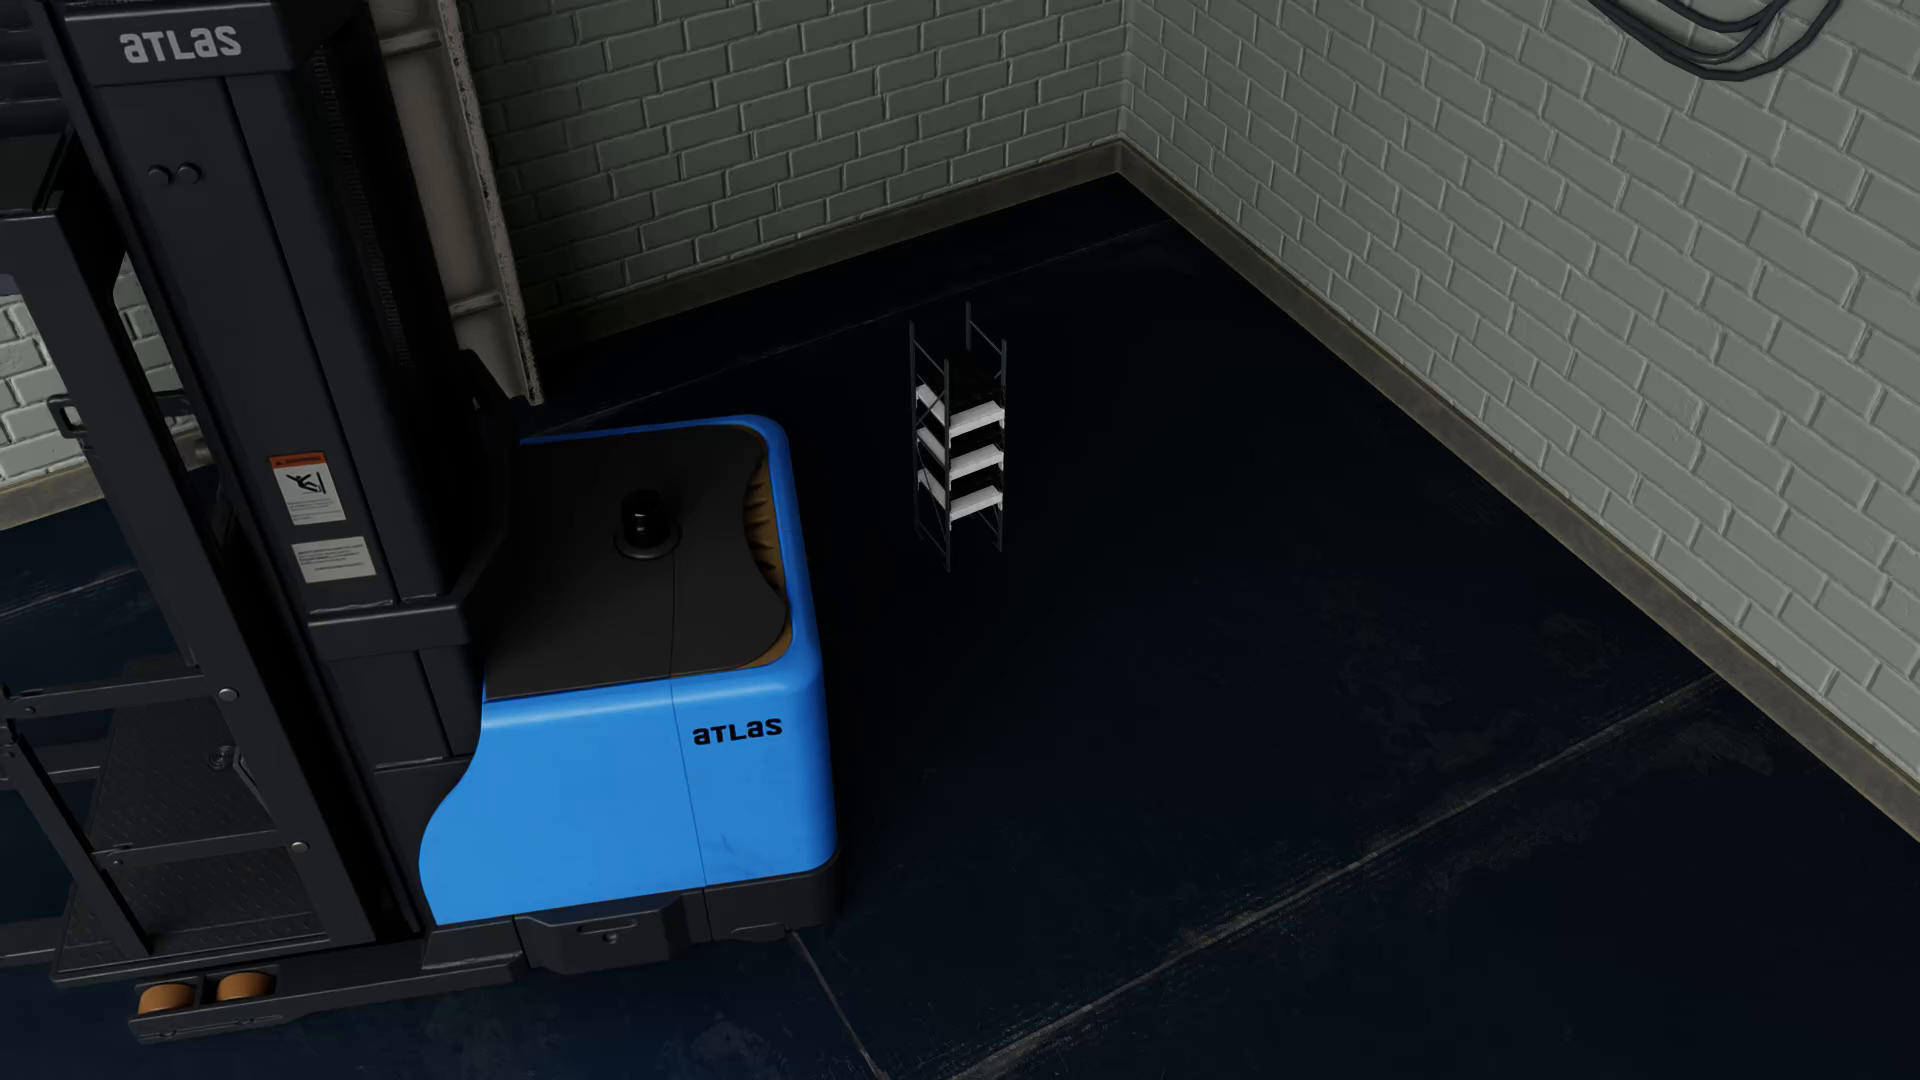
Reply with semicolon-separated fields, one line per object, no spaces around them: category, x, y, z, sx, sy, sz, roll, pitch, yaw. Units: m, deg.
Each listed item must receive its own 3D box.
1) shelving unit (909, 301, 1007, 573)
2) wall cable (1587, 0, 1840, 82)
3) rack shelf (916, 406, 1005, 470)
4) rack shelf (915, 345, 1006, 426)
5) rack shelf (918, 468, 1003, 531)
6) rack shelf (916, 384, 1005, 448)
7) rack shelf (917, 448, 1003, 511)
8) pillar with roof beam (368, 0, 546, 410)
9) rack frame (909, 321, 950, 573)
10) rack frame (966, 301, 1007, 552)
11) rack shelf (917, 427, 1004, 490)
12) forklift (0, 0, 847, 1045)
shelving unit;-0.007;-0.320;5.434;0.210;0.900;0.258;-22;48;-21
wall cable;1.402;-2.886;4.492;0.112;2.526;3.097;-22;48;-21
rack shelf;-0.007;-0.361;5.394;0.200;0.077;0.258;-22;48;-21
rack shelf;-0.007;-0.490;5.269;0.200;0.077;0.258;-22;48;-21
rack shelf;-0.007;-0.167;5.582;0.200;0.077;0.258;-22;48;-21
rack shelf;-0.007;-0.425;5.332;0.200;0.077;0.258;-22;48;-21
rack shelf;-0.007;-0.232;5.520;0.200;0.077;0.258;-22;48;-21
pillar with roof beam;0.333;-1.177;0.501;0.400;9.000;9.100;-22;48;-21
rack frame;-0.095;-0.285;5.397;0.006;0.900;0.240;-22;48;-21
rack frame;0.081;-0.355;5.470;0.006;0.900;0.240;-22;48;-21
rack shelf;-0.007;-0.296;5.457;0.200;0.077;0.258;-22;48;-21
forklift;-1.881;-0.131;3.781;3.031;2.935;1.130;-7;45;-7
